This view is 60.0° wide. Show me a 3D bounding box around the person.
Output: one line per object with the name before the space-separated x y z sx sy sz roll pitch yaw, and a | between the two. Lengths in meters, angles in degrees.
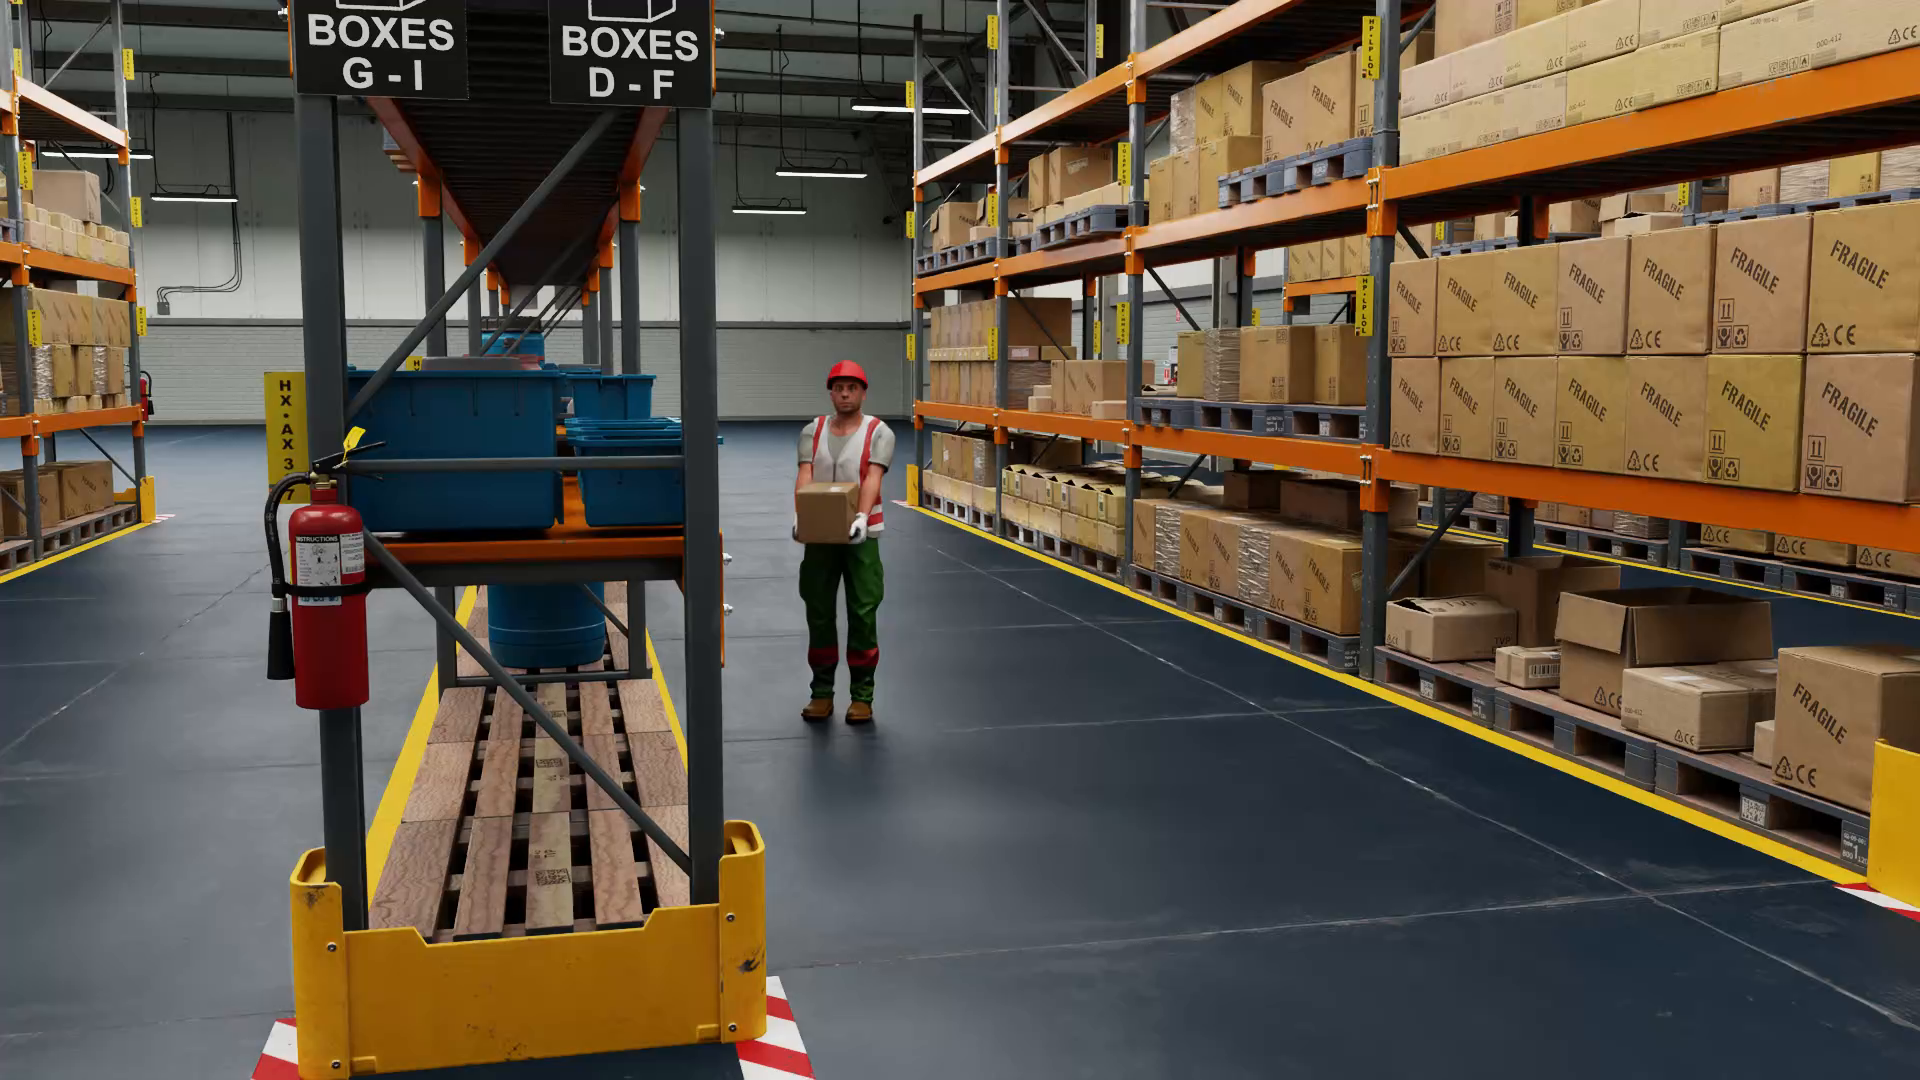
person | -0.591 0.005 8.235 0.495 1.786 0.550 1 6 10
